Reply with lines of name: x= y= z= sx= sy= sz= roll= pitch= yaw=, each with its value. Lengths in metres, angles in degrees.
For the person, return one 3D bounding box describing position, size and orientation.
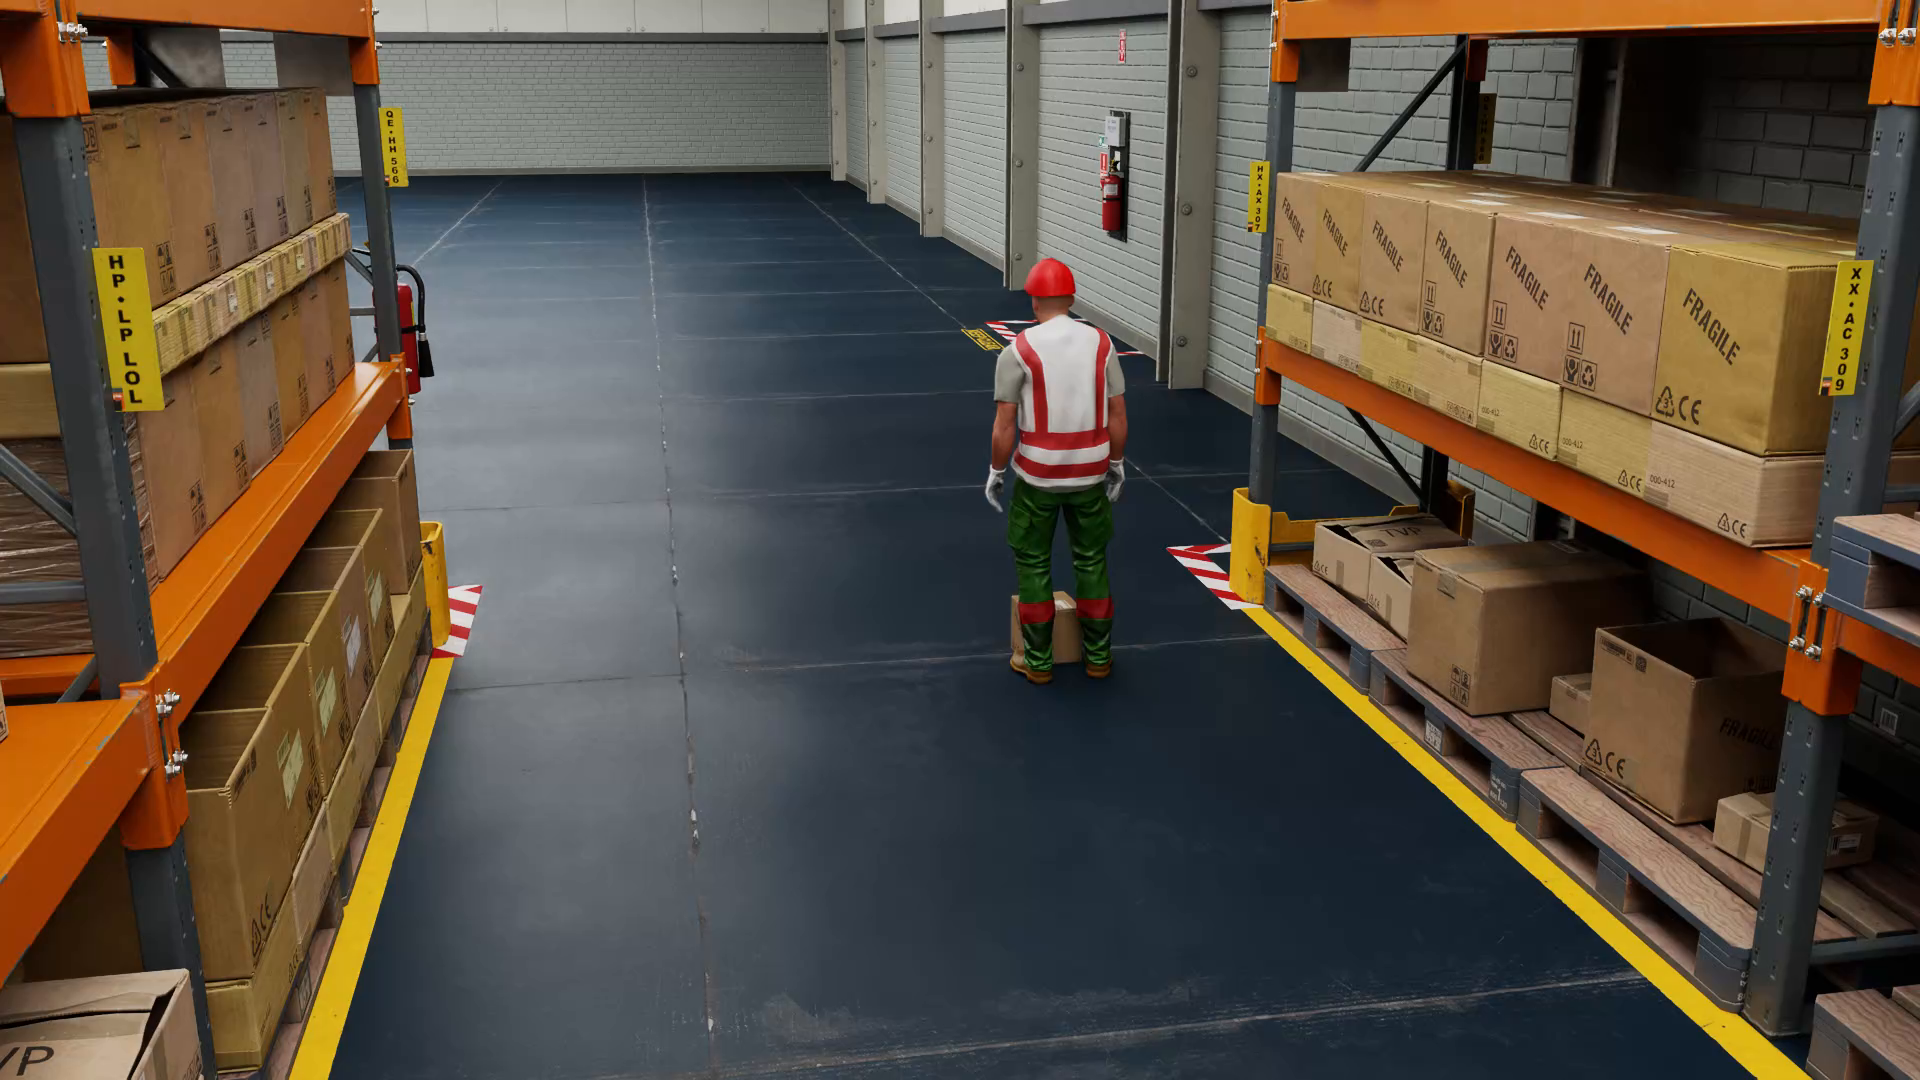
person: x=0.406 y=-0.277 z=6.961 sx=0.620 sy=1.780 sz=0.446 roll=-4 pitch=17 yaw=-13
